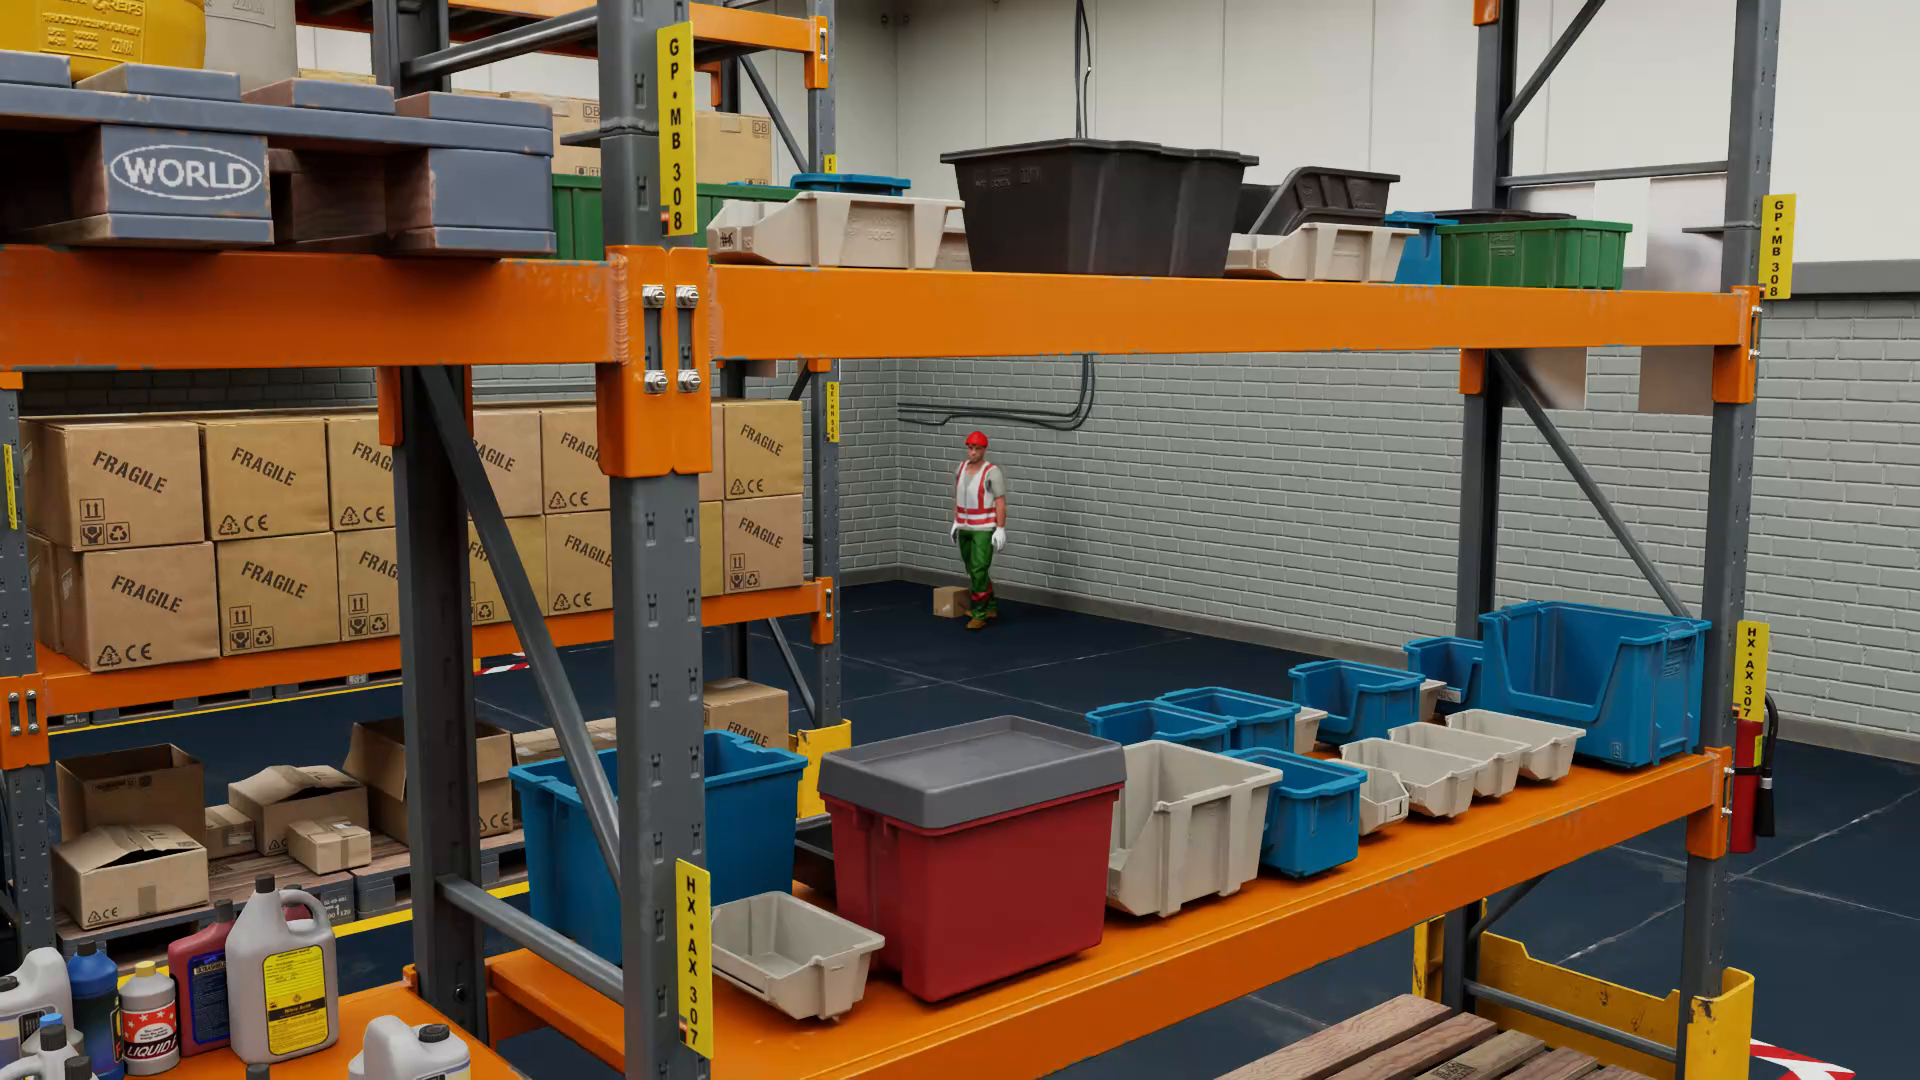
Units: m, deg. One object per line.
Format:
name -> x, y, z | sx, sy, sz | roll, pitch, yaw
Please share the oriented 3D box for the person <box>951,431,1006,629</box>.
person -> 0.189, -0.104, 15.006 | 0.577, 1.775, 0.567 | 7, 10, 42
